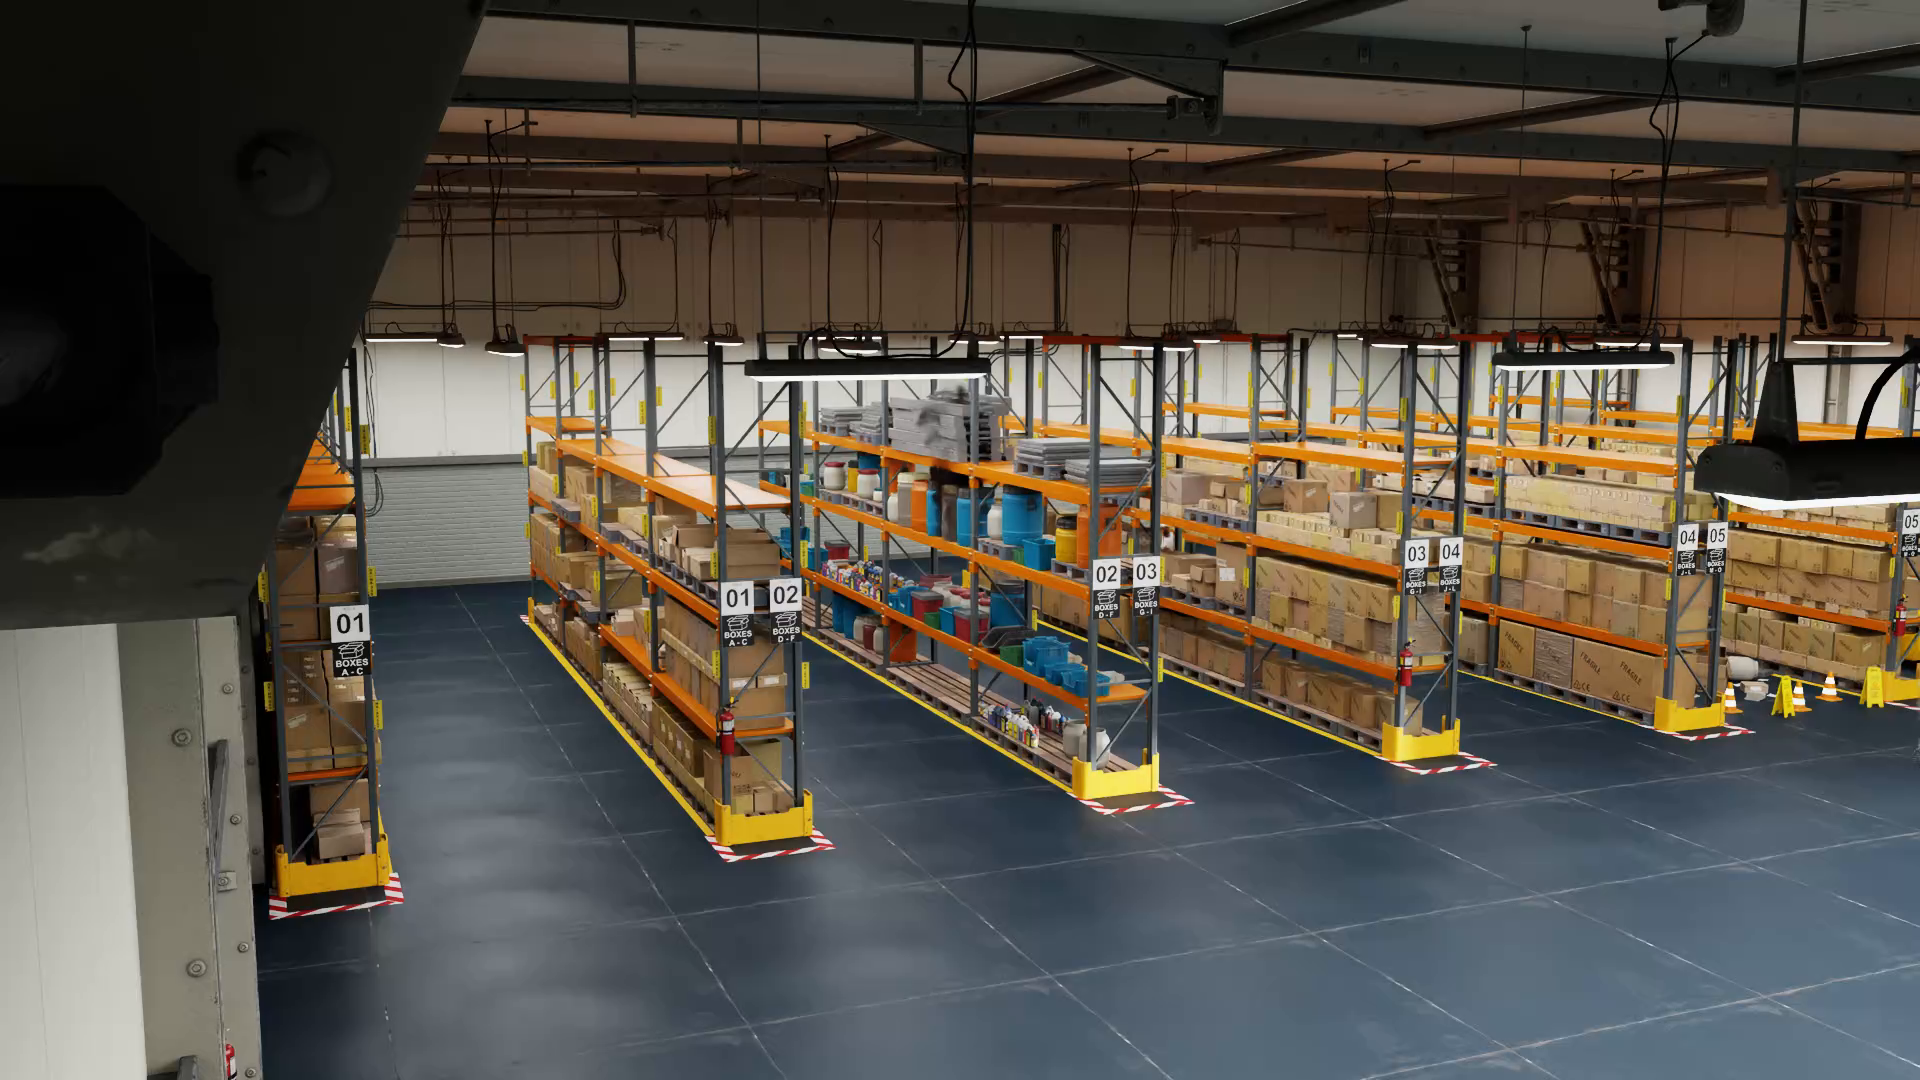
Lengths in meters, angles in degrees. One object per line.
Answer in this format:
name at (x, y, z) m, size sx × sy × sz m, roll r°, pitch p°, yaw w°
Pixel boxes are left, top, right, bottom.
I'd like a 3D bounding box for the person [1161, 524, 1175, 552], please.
person at (4.626, 0.462, 37.598) m, size 0.713 × 1.812 × 0.907 m, roll -3°, pitch 8°, yaw -19°
